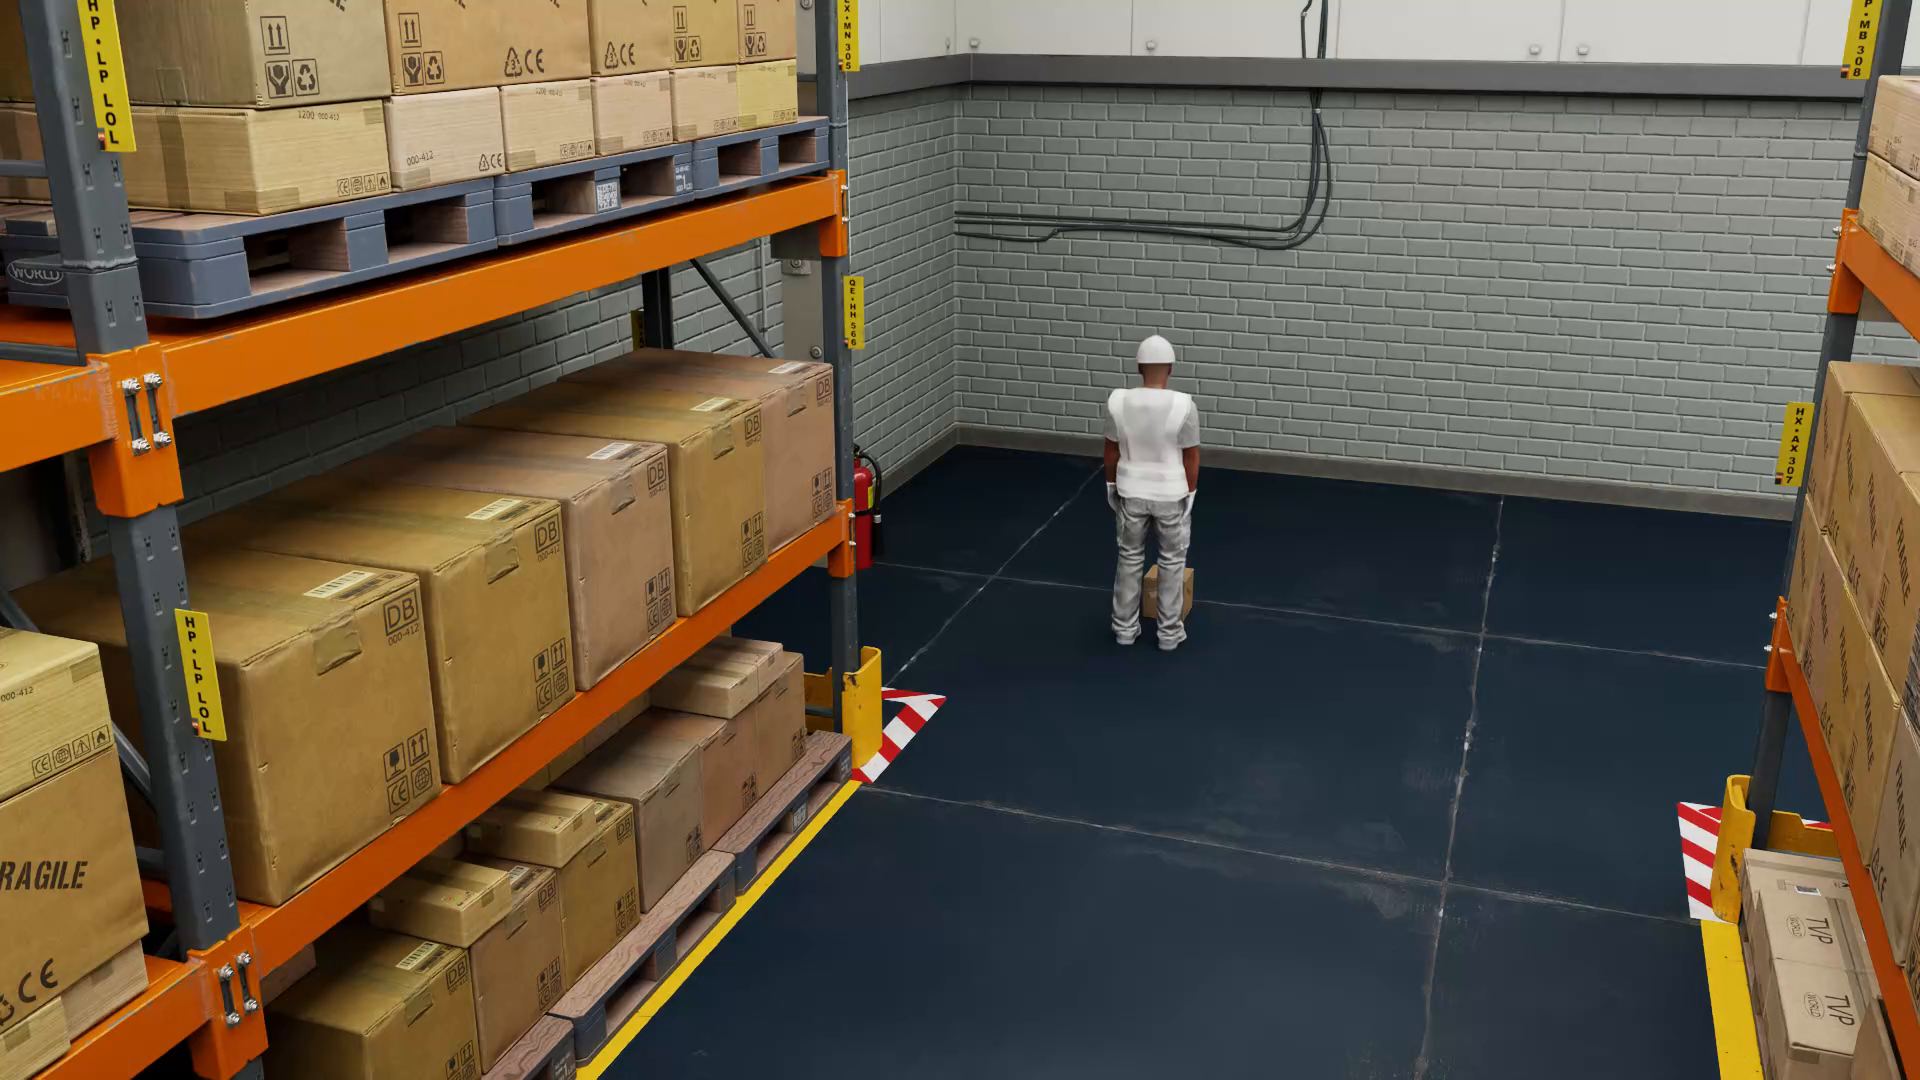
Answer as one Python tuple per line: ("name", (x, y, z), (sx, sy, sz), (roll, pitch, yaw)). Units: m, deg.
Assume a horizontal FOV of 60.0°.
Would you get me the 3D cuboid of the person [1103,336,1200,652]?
("person", (1.068, -0.262, 9.321), (0.548, 1.776, 0.361), (7, 20, 19))
